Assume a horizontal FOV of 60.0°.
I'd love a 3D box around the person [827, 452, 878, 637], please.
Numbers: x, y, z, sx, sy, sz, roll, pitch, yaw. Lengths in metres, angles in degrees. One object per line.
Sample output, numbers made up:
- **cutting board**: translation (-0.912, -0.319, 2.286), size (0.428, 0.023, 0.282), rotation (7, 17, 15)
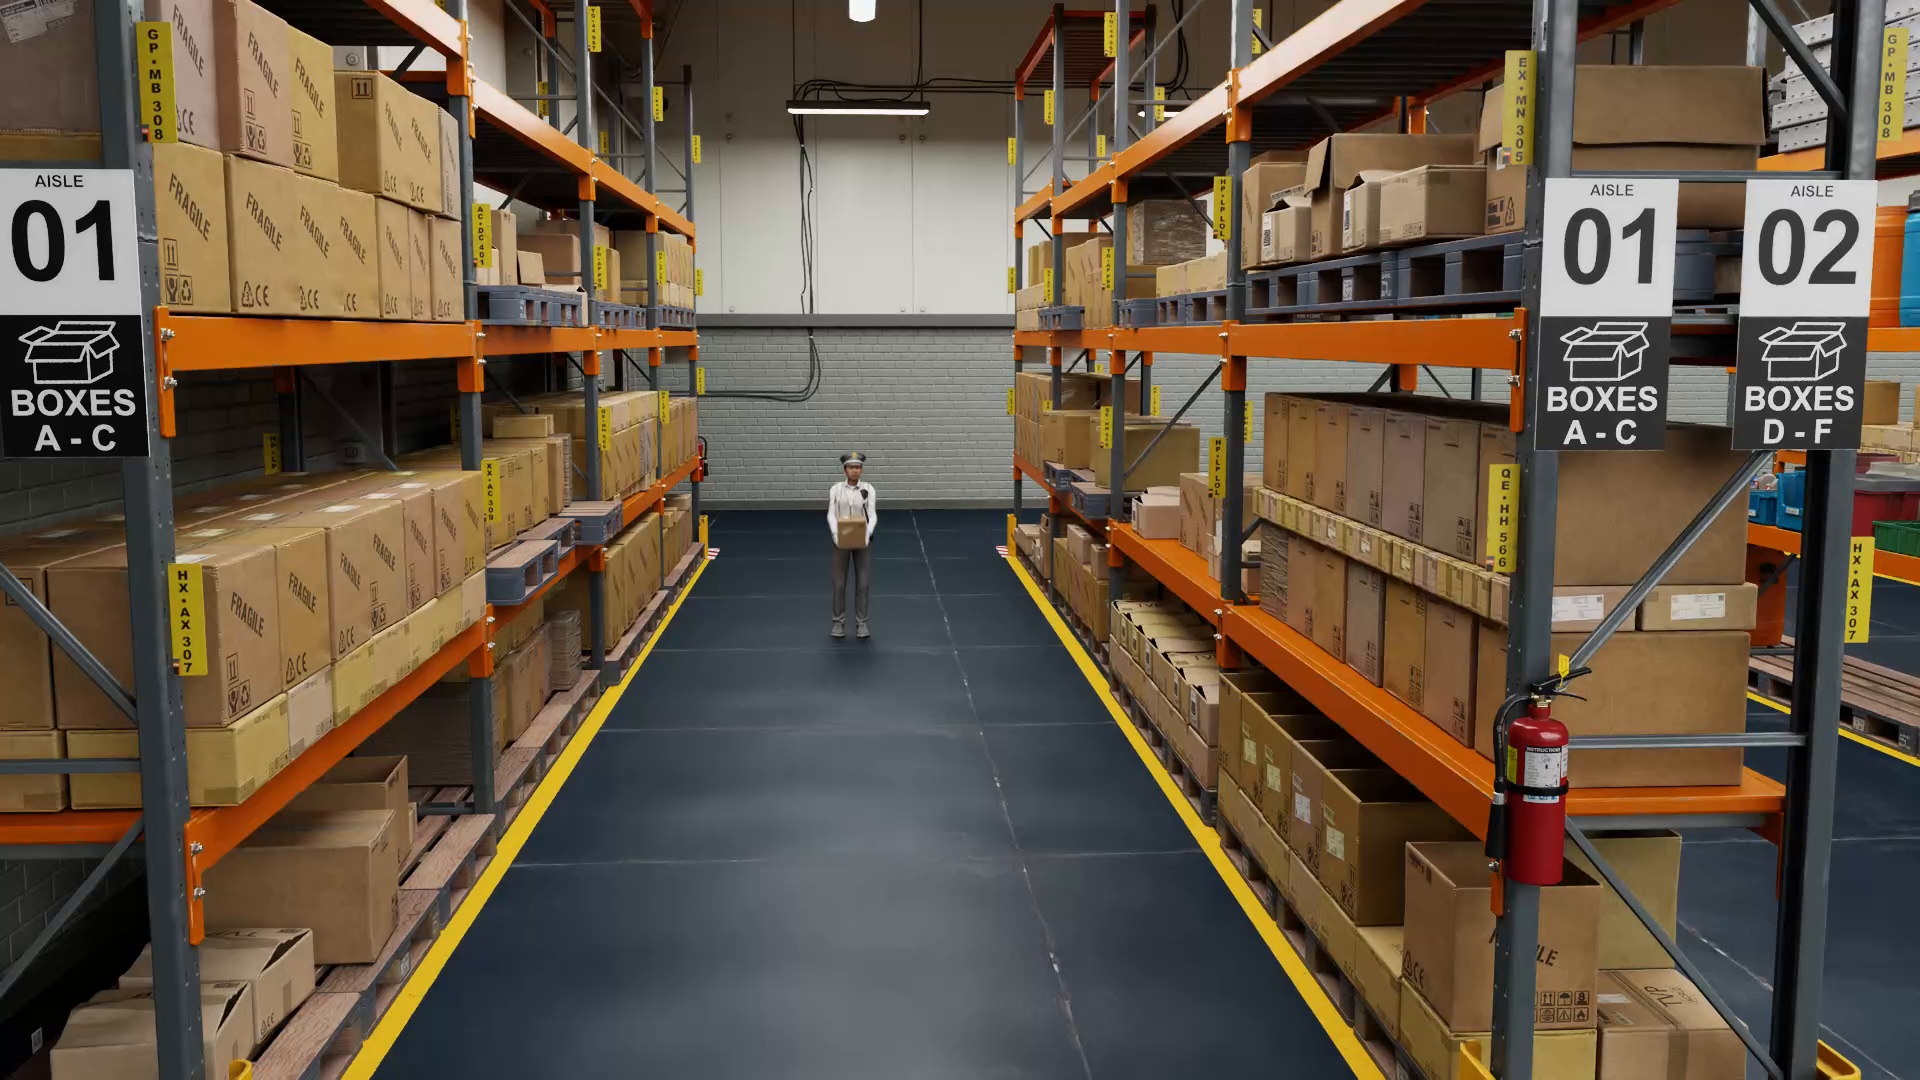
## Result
- **person**: translation (-0.987, 0.039, 15.290), size (0.467, 1.695, 0.554), rotation (0, 7, -4)
